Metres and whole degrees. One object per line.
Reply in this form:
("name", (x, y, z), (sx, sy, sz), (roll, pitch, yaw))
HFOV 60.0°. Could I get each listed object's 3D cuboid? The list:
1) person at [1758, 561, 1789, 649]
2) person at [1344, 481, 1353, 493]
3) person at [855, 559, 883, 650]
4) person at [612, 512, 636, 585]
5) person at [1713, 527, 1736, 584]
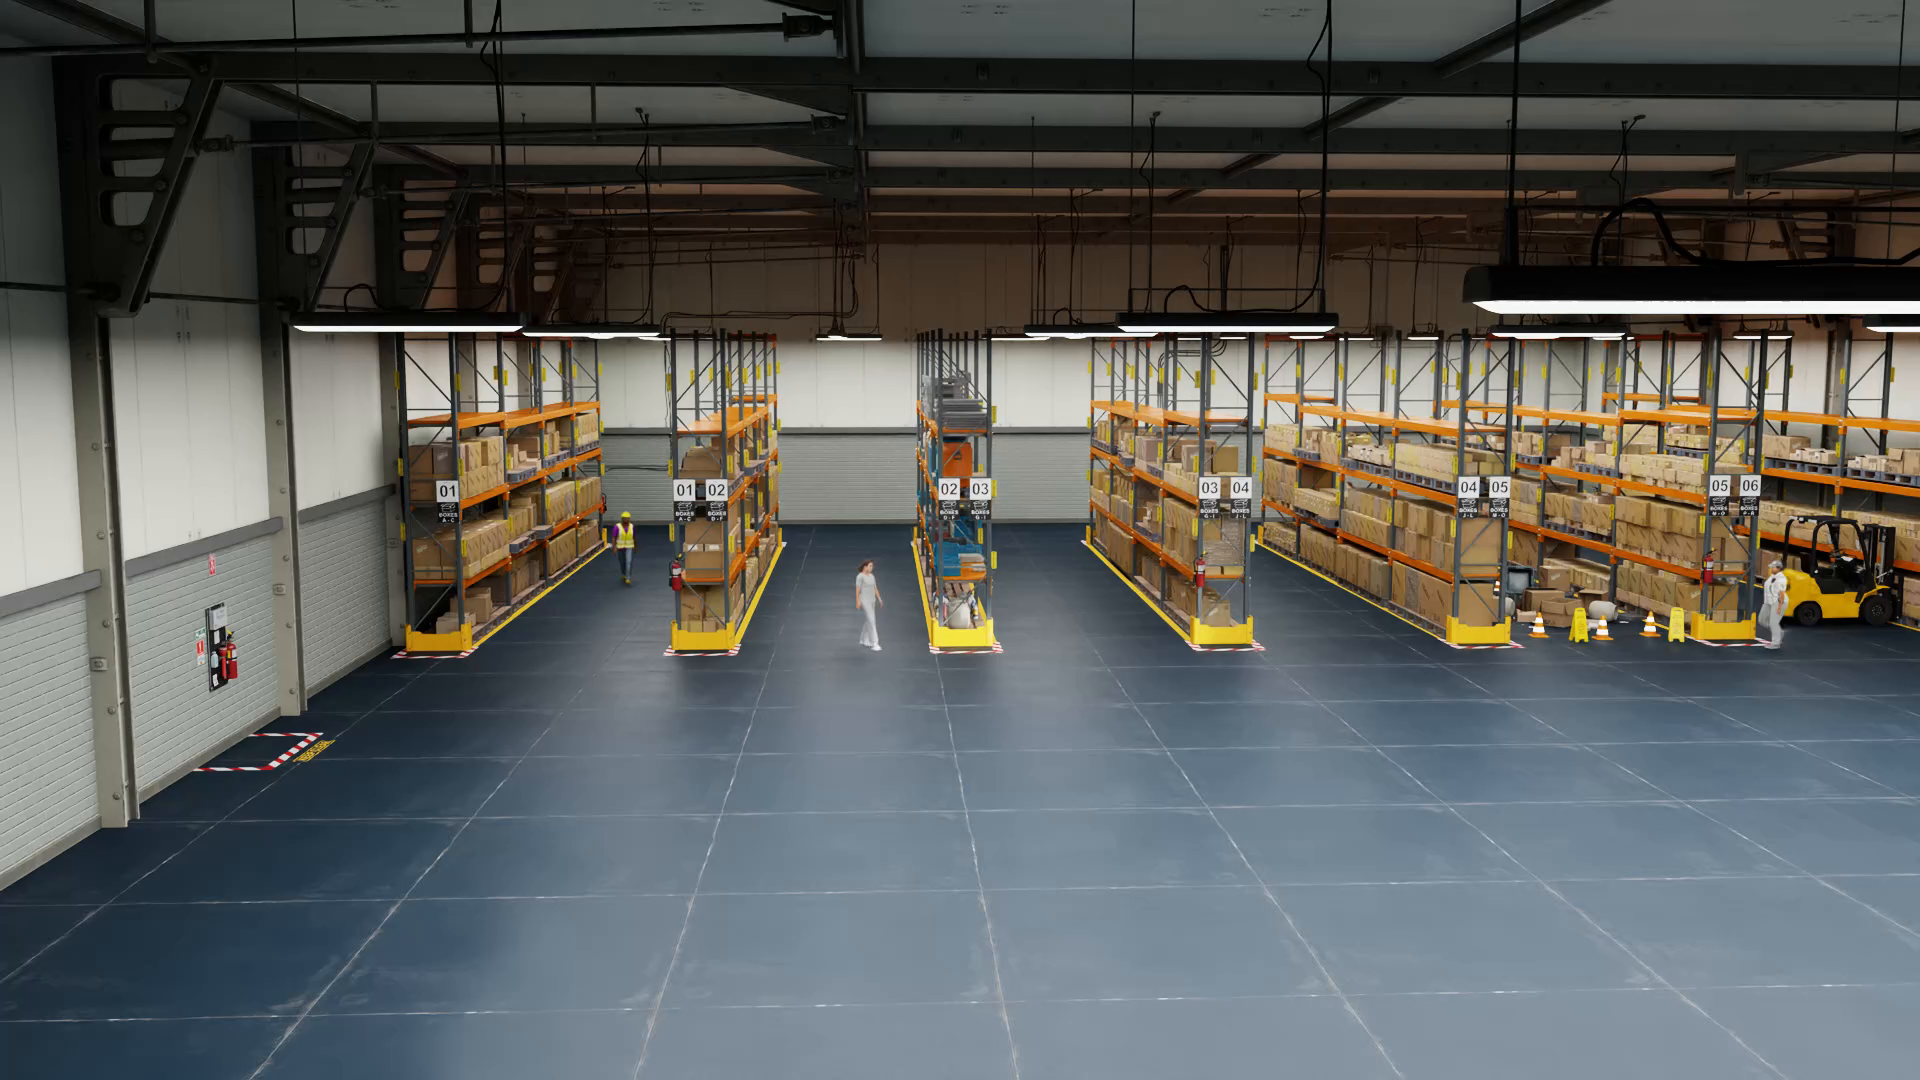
("person", (15.358, 1.206, 31.244), (0.511, 1.654, 0.487), (-1, 7, -9))
("person", (11.615, -0.934, 49.533), (0.934, 1.636, 0.443), (-2, 7, -16))
("person", (-1.665, 1.208, 31.439), (0.694, 1.687, 0.462), (5, 8, 35))
("person", (-8.041, 0.184, 39.774), (0.544, 1.712, 1.093), (-1, 7, -7))
("person", (16.796, 0.577, 36.358), (0.502, 1.822, 0.550), (-1, 7, -9))
